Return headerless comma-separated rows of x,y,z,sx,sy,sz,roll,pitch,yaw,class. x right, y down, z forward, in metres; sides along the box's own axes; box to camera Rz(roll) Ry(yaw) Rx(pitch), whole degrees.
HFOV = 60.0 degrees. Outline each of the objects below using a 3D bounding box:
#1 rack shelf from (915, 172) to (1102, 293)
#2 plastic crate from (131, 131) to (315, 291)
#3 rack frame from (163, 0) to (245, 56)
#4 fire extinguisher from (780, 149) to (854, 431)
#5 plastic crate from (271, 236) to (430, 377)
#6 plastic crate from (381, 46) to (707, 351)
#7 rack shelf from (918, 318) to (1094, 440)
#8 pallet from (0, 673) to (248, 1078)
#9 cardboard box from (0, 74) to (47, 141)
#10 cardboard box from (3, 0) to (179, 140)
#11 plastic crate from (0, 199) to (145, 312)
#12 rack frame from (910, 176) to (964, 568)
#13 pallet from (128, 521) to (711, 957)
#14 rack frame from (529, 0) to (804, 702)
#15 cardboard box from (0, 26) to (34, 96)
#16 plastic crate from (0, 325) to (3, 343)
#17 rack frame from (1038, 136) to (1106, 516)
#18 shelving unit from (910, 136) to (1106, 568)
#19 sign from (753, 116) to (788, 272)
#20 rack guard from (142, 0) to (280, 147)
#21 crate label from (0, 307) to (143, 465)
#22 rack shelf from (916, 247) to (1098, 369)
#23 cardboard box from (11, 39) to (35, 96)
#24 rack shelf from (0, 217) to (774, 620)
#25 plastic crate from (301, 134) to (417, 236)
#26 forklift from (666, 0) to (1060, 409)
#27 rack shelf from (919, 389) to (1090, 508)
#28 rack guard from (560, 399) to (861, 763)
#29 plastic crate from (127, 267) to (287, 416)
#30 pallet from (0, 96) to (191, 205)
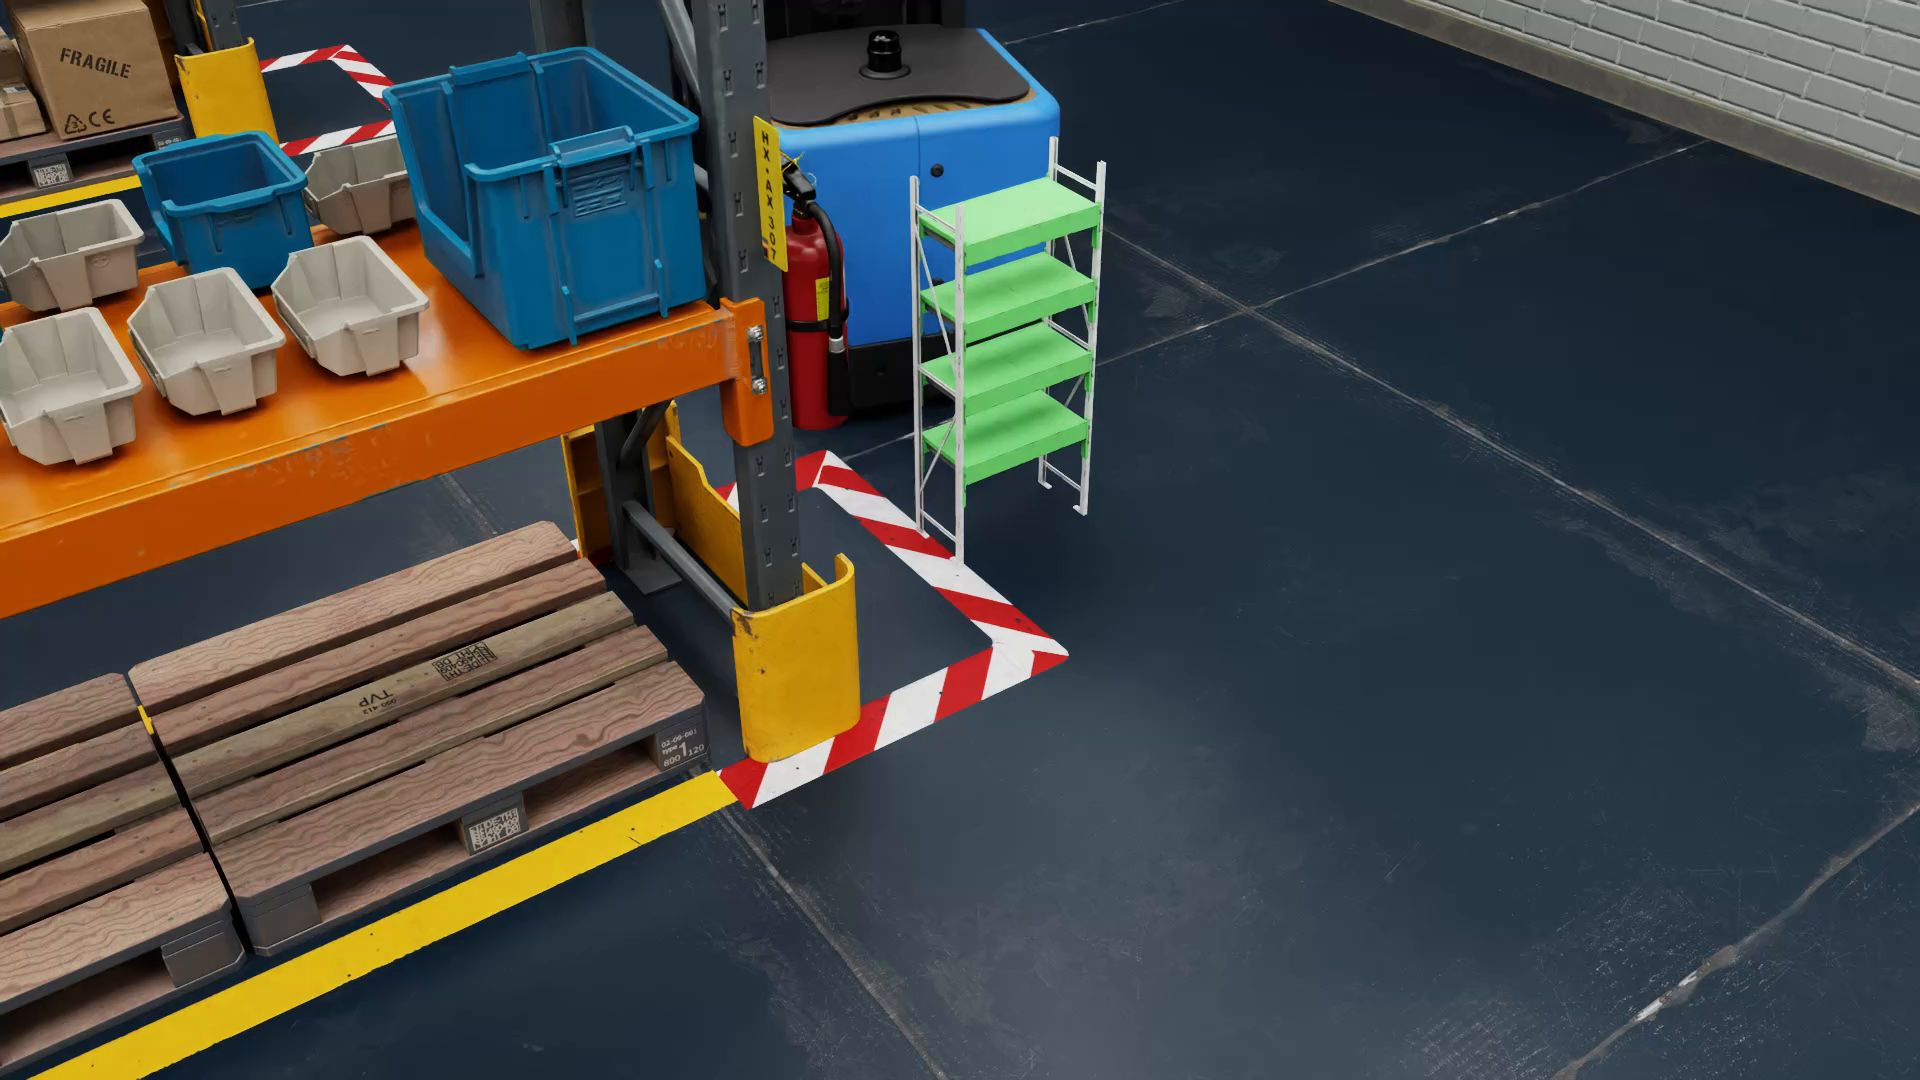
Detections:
0.135,-0.881,4.734,0.480,0.148,0.258,-22,41,-28,rack shelf
-1.666,-0.740,3.802,0.300,0.233,0.416,-22,41,-28,plastic crate
-3.587,-3.297,7.264,0.127,3.000,1.000,-22,41,-28,rack frame
-0.351,-0.582,3.876,0.183,0.674,0.296,-22,41,-28,fire extinguisher
-1.299,-0.488,3.534,0.243,0.136,0.396,-22,41,-28,plastic crate
-0.902,-0.768,3.667,0.499,0.435,0.616,-22,41,-28,plastic crate
0.135,-0.491,5.014,0.480,0.148,0.258,-22,41,-28,rack shelf
-2.429,0.868,3.863,1.213,0.211,1.003,-22,41,-28,pallet
-4.272,-1.931,7.416,0.250,0.166,0.380,-22,41,-28,cardboard box
-3.889,-2.160,7.448,0.500,0.500,0.500,-22,41,-28,cardboard box
-1.992,-0.626,3.726,0.298,0.136,0.250,-22,41,-28,plastic crate
-0.064,-0.461,4.863,0.015,1.200,0.240,-22,41,-28,rack frame
-1.433,0.460,4.430,1.213,0.211,1.003,-22,41,-28,pallet
-0.736,-0.931,3.976,0.127,3.000,1.000,-22,41,-28,rack frame
-4.603,-2.143,7.639,0.500,0.250,0.500,-22,41,-28,cardboard box
-2.204,-0.519,3.494,0.300,0.233,0.416,-22,41,-28,plastic crate
0.335,-0.625,5.091,0.015,1.200,0.240,-22,41,-28,rack frame
0.135,-0.543,4.977,0.503,1.200,0.258,-22,41,-28,shelving unit
-0.406,-0.740,3.571,0.005,0.325,0.100,-22,41,-28,sign
-3.649,-2.256,7.959,0.348,0.500,1.175,-22,41,-28,rack guard
-1.757,-0.292,3.261,0.243,0.136,0.396,-22,41,-28,crate label
0.135,-0.686,4.874,0.480,0.148,0.258,-22,41,-28,rack shelf
-4.331,-2.264,7.879,0.250,0.166,0.380,-22,41,-28,cardboard box
-2.371,0.034,3.250,4.000,0.370,1.077,-22,41,-28,rack shelf
-1.438,-0.854,4.043,0.298,0.136,0.250,-22,41,-28,plastic crate
-0.596,-2.469,6.173,1.130,2.935,3.031,-11,37,-15,forklift
0.135,-0.296,5.155,0.480,0.148,0.258,-22,41,-28,rack shelf
-0.724,0.069,4.725,0.348,0.500,1.175,-22,41,-28,rack guard
-1.544,-0.397,3.408,0.243,0.136,0.396,-22,41,-28,plastic crate
-4.300,-1.870,7.670,1.213,0.211,1.003,-22,41,-28,pallet
